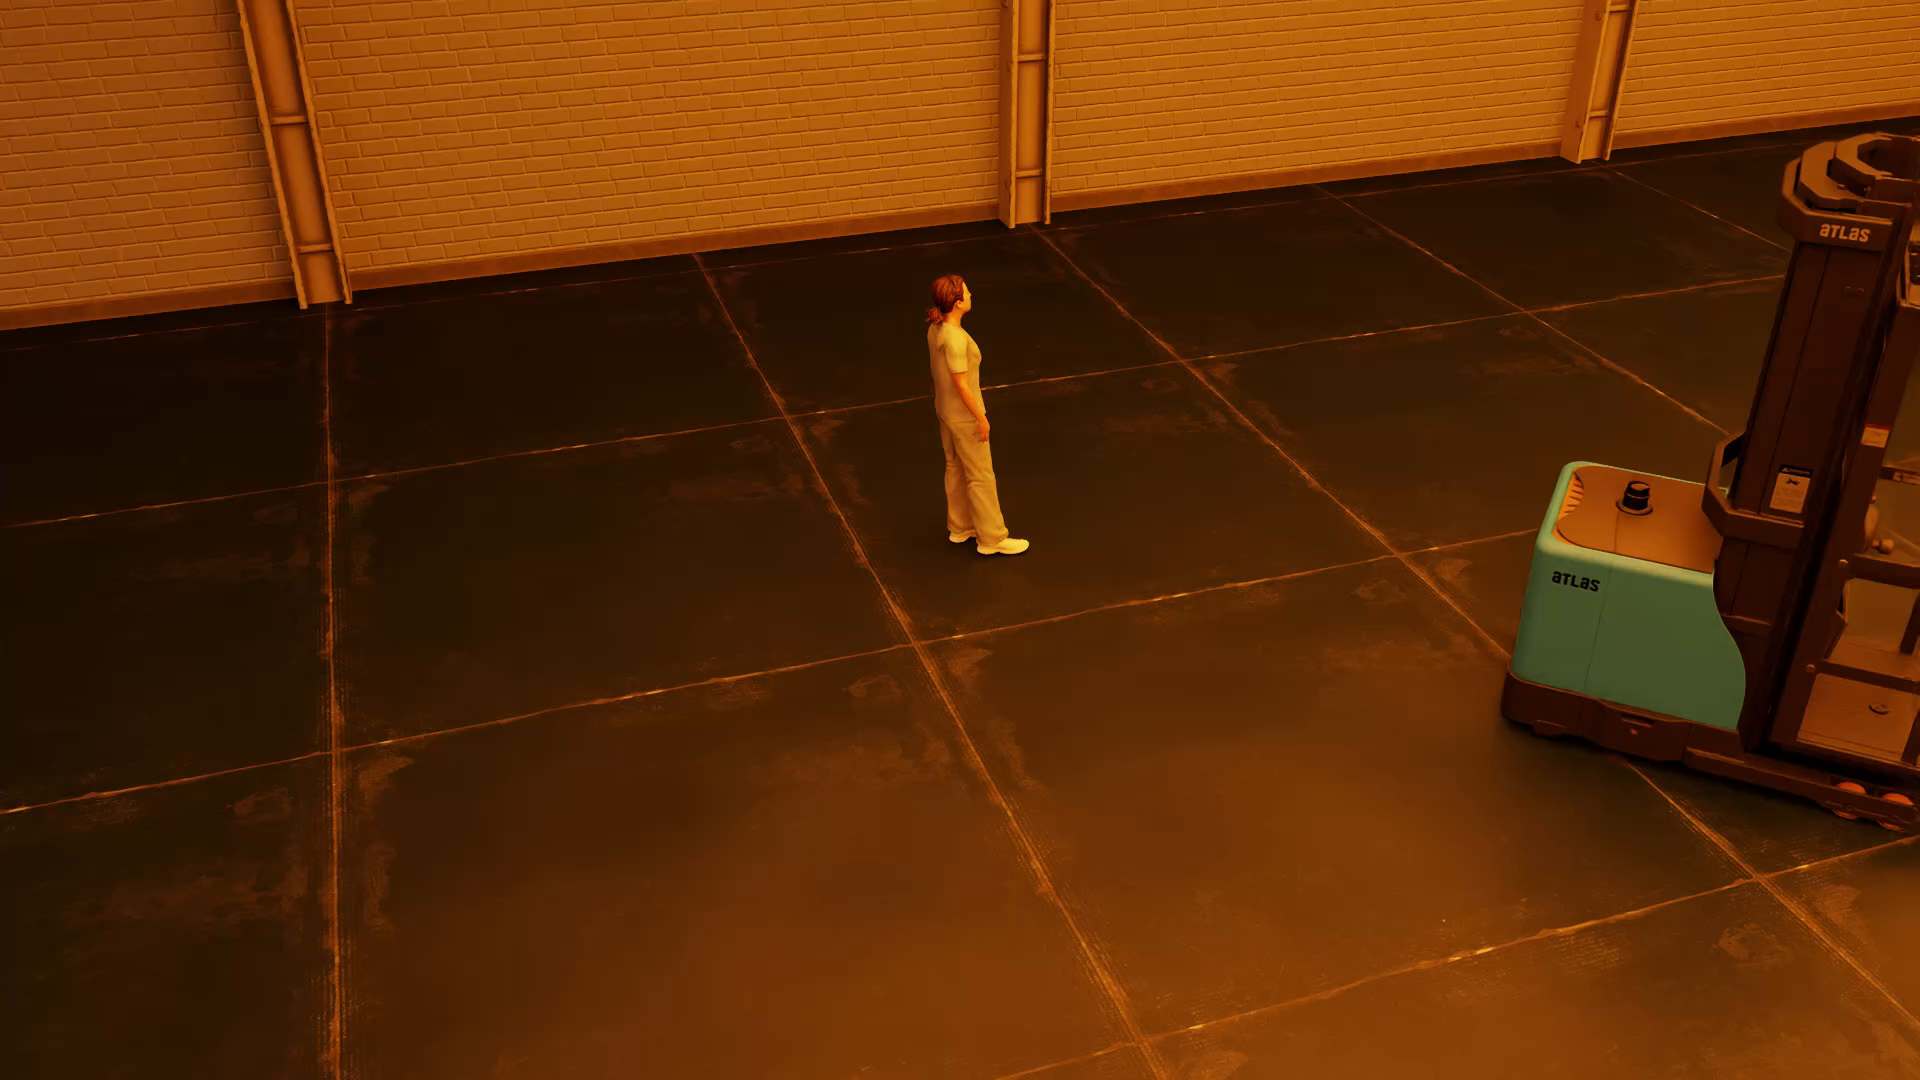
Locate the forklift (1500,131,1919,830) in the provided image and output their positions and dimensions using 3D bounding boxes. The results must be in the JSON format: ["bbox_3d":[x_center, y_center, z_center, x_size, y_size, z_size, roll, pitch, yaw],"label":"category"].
[{"bbox_3d":[4.285,-0.232,7.490,3.031,2.935,1.130,13,33,22],"label":"forklift"}]

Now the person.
[{"bbox_3d":[0.074,-0.738,9.613,0.549,1.675,0.549,-10,31,-16],"label":"person"}]
